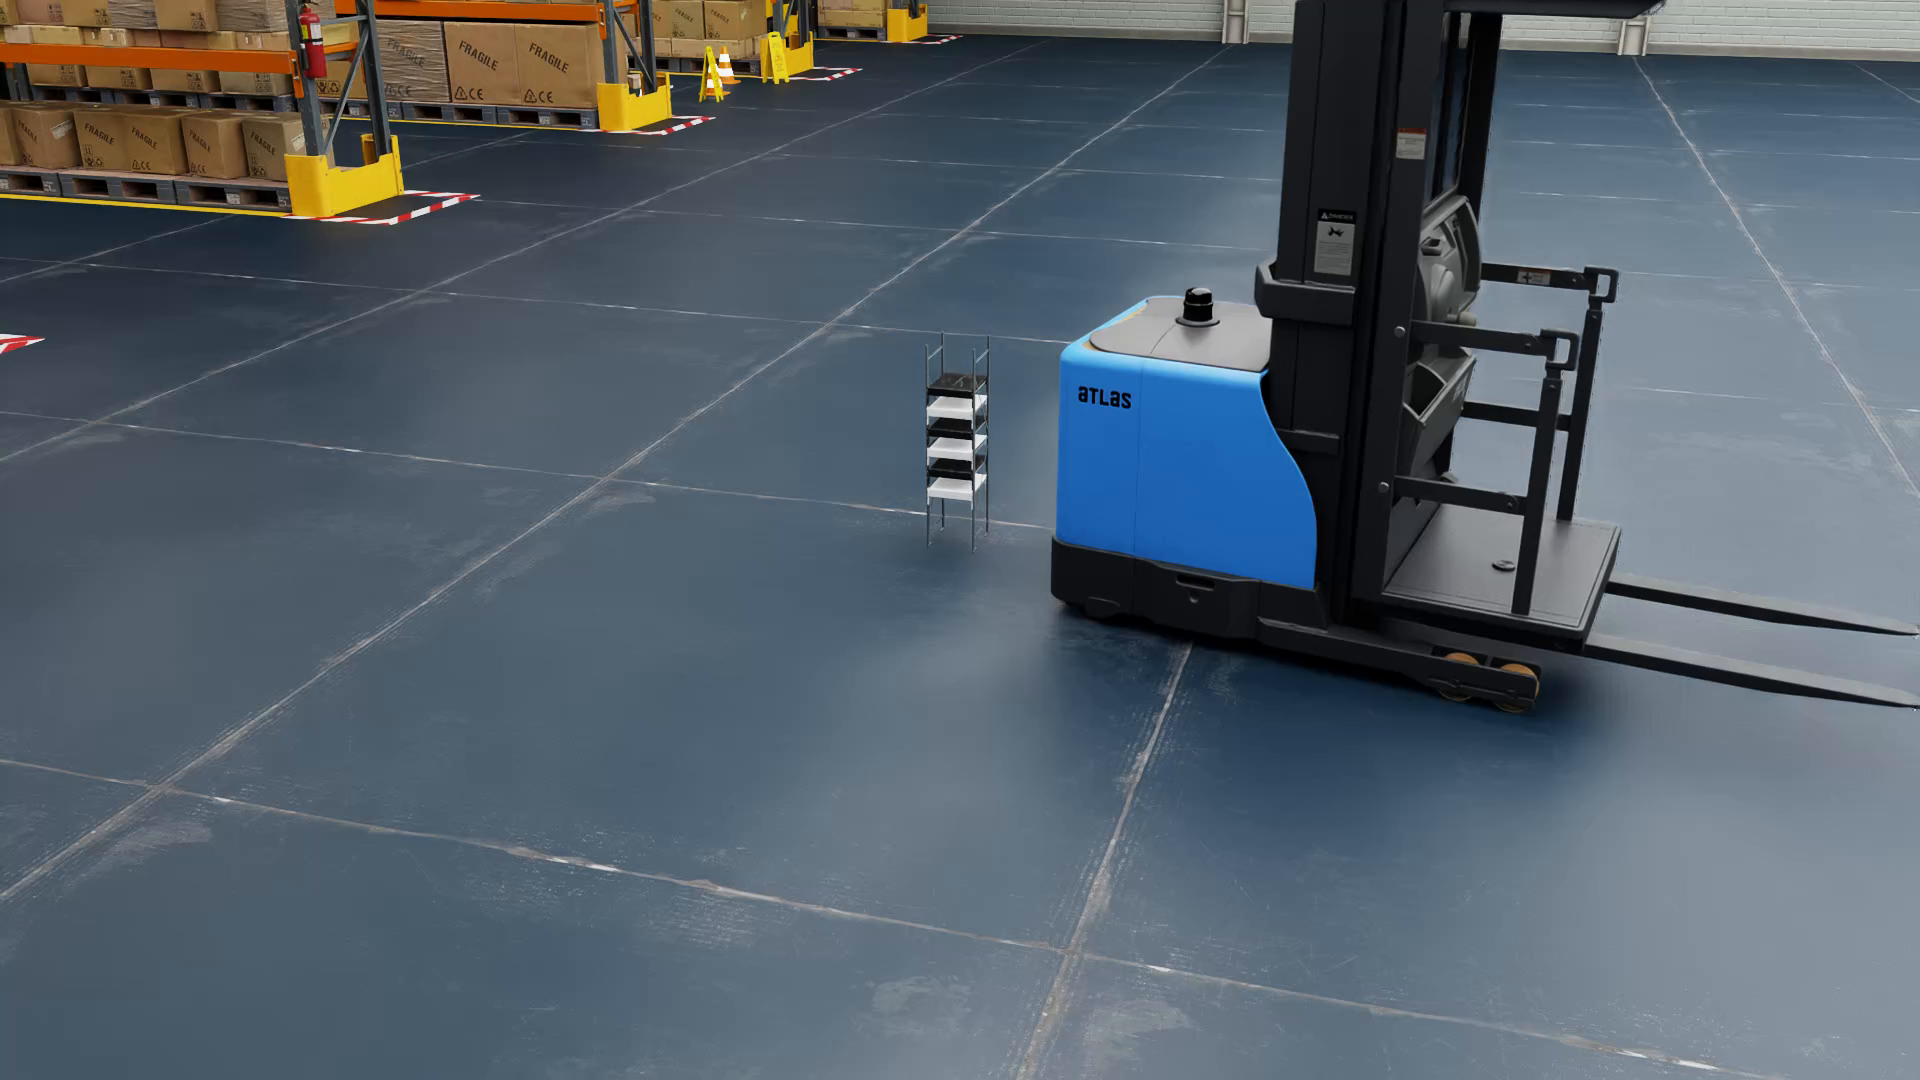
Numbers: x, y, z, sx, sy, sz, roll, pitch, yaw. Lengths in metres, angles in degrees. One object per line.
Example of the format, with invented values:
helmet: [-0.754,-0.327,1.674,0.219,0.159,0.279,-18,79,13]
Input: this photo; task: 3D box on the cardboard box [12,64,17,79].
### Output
cardboard box: [-12.017,-5.960,20.587,0.500,0.500,0.500,6,23,15]

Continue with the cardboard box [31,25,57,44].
cardboard box: [-7.689,-4.338,14.225,0.250,0.149,0.380,7,23,16]

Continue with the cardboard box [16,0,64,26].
cardboard box: [-7.622,-4.742,14.353,0.500,0.500,0.875,7,23,16]

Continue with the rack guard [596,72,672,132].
rack guard: [-3.630,-4.909,18.578,0.348,0.500,1.175,7,23,16]

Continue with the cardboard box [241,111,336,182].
cardboard box: [-5.775,-3.389,14.321,0.500,0.500,0.500,11,25,25]

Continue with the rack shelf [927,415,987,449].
rack shelf: [-0.008,-0.470,7.080,0.200,0.077,0.258,7,23,15]

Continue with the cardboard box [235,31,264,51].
cardboard box: [-5.754,-4.145,13.752,0.250,0.149,0.380,7,23,16]

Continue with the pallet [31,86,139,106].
pallet: [-10.579,-5.541,20.500,1.213,0.211,1.003,7,23,16]

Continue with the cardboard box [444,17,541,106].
cardboard box: [-5.164,-5.425,18.790,0.875,0.875,0.875,6,23,15]

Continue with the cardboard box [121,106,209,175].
cardboard box: [-6.951,-3.518,14.634,0.500,0.500,0.500,9,24,20]

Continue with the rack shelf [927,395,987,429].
rack shelf: [-0.008,-0.553,7.046,0.200,0.077,0.258,7,23,15]

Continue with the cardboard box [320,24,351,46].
cardboard box: [-5.386,-4.279,14.079,0.250,0.149,0.380,7,23,16]

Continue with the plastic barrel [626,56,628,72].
plastic barrel: [-4.734,-6.362,22.222,0.512,0.421,0.421,-14,26,-30]

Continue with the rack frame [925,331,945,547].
rack frame: [-0.105,-0.428,7.129,0.006,0.900,0.240,7,23,16]

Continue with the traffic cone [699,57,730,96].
traffic cone: [-3.099,-5.842,20.902,0.334,0.463,0.336,7,23,16]

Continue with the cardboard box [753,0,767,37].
cardboard box: [-3.035,-7.338,23.288,0.500,0.500,0.500,6,23,14]

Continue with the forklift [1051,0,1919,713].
forklift: [1.910,-0.984,5.806,3.031,2.935,1.130,11,25,25]

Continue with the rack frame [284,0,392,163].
rack frame: [-5.182,-4.277,13.744,0.127,3.000,1.000,7,23,16]

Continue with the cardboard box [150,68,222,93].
cardboard box: [-9.025,-5.802,19.874,0.750,0.750,1.050,7,23,15]

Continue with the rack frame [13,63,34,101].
rack frame: [-11.312,-6.945,20.248,0.127,3.000,1.000,7,23,16]

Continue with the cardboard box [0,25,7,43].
cardboard box: [-8.168,-4.393,14.358,0.250,0.149,0.380,7,23,16]

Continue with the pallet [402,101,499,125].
pallet: [-5.605,-4.971,19.112,1.213,0.211,1.003,7,23,15]

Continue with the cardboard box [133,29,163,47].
cardboard box: [-6.716,-4.248,14.005,0.250,0.149,0.380,7,23,16]

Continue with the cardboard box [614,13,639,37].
cardboard box: [-4.650,-7.310,23.221,0.500,0.500,0.500,8,24,18]

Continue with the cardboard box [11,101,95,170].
cardboard box: [-8.090,-3.635,14.919,0.500,0.500,0.500,15,27,32]

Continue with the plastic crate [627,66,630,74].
plastic crate: [-4.883,-6.495,22.999,0.583,0.080,0.402,-1,22,-3]

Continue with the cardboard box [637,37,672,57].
cardboard box: [-4.167,-6.906,23.222,0.500,0.250,0.500,6,23,14]

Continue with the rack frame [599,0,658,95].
rack frame: [-3.653,-6.068,18.110,0.127,3.000,1.000,7,23,16]

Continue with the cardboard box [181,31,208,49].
cardboard box: [-6.243,-4.186,13.854,0.250,0.149,0.380,7,23,16]

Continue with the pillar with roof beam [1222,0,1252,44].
pillar with roof beam: [3.205,-10.639,21.349,0.400,9.000,9.100,7,23,16]

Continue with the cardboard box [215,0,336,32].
cardboard box: [-5.701,-4.531,13.840,0.500,0.500,0.875,7,23,16]

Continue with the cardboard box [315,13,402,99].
cardboard box: [-6.900,-5.623,19.273,0.875,0.875,0.875,7,23,16]

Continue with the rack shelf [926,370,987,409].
rack shelf: [-0.008,-0.636,7.012,0.200,0.077,0.258,7,23,15]

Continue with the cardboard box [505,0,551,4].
cardboard box: [-4.554,-6.214,18.269,0.550,0.550,0.875,7,23,16]

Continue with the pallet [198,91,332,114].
pallet: [-8.243,-5.274,19.848,1.213,0.211,1.003,7,23,16]

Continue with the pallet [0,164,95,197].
pallet: [-8.358,-3.365,15.194,1.213,0.211,1.003,7,23,16]

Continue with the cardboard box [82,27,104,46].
cardboard box: [-7.200,-4.296,14.121,0.250,0.149,0.380,7,23,16]

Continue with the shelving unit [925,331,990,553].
shelving unit: [-0.008,-0.417,7.101,0.210,0.900,0.258,7,23,16]

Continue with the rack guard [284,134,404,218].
rack guard: [-5.255,-3.129,14.239,0.348,0.500,1.175,7,23,16]

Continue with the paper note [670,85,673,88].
paper note: [-3.799,-5.884,21.575,0.142,0.019,0.148,-1,22,-3]

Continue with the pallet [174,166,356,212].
pallet: [-6.022,-3.097,14.542,1.213,0.211,1.003,7,23,16]

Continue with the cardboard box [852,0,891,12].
cardboard box: [-1.446,-8.775,27.120,0.500,0.250,0.500,6,23,15]

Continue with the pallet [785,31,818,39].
pallet: [-2.798,-8.594,27.944,1.213,0.211,1.003,7,23,15]

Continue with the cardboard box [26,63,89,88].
cardboard box: [-10.755,-5.999,20.353,0.750,0.750,1.050,6,23,15]

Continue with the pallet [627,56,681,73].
pallet: [-4.324,-6.832,23.648,1.213,0.211,1.003,7,23,16]

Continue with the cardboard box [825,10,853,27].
cardboard box: [-1.904,-8.598,27.349,0.500,0.250,0.500,7,23,15]

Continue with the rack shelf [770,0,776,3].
rack shelf: [-4.234,-7.764,23.193,4.000,0.370,1.077,7,23,16]

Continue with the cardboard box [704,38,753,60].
cardboard box: [-3.194,-6.793,22.948,0.500,0.250,0.500,6,23,15]

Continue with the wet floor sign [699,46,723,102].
wet floor sign: [-3.053,-5.695,20.303,0.232,0.644,0.267,3,22,6]

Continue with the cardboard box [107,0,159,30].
cardboard box: [-6.680,-4.613,14.039,0.500,0.500,0.875,7,23,16]

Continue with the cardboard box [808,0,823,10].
cardboard box: [-2.423,-8.882,27.383,0.500,0.250,0.500,6,23,14]

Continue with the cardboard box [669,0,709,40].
cardboard box: [-3.662,-7.196,22.941,0.500,0.500,0.500,7,23,17]

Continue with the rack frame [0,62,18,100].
rack frame: [-9.012,-4.715,14.813,0.127,3.000,1.000,7,23,16]

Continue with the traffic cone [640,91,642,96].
traffic cone: [-3.751,-5.468,19.992,0.334,0.463,0.336,7,23,16]
